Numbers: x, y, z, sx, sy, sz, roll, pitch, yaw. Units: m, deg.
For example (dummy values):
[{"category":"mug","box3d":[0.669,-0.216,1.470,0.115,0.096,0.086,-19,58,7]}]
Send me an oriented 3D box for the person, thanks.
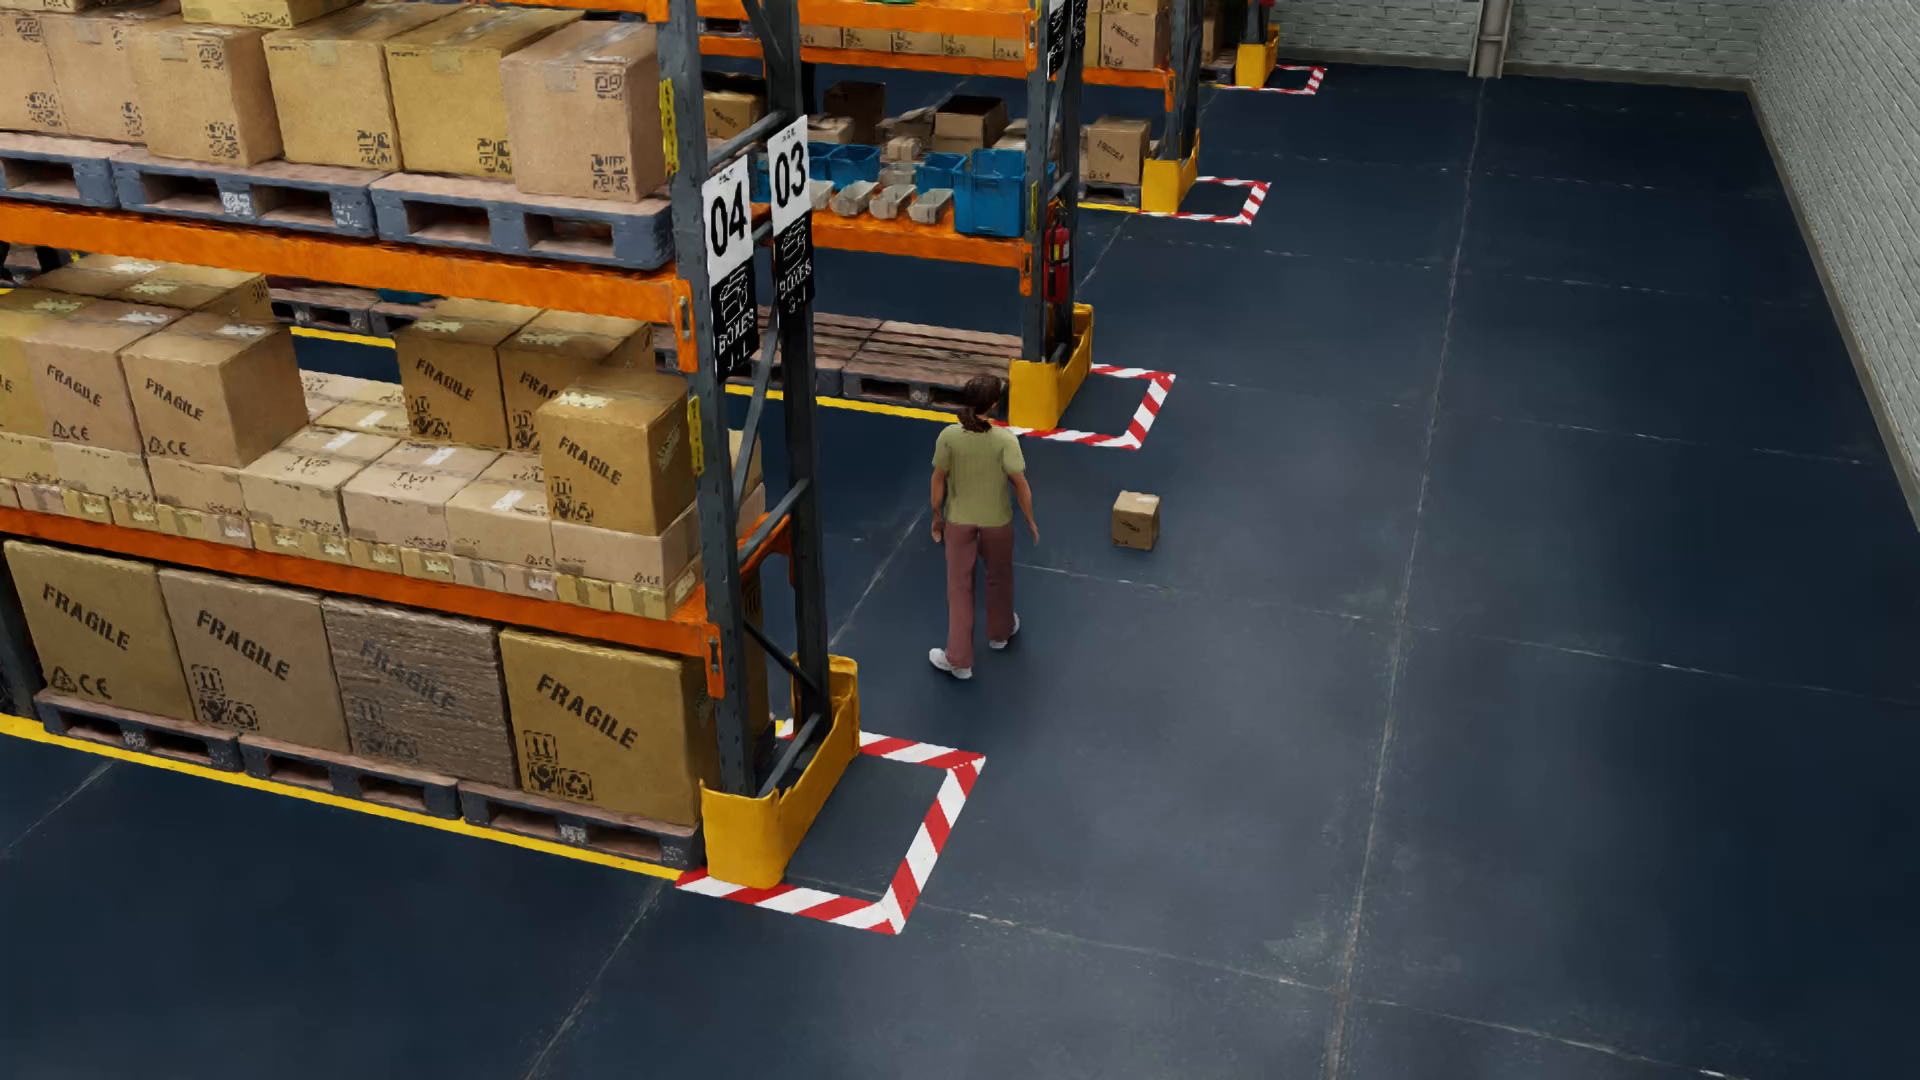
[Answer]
[{"category":"person","box3d":[0.124,-0.114,8.686,0.576,1.665,0.623,1,29,2]}]
